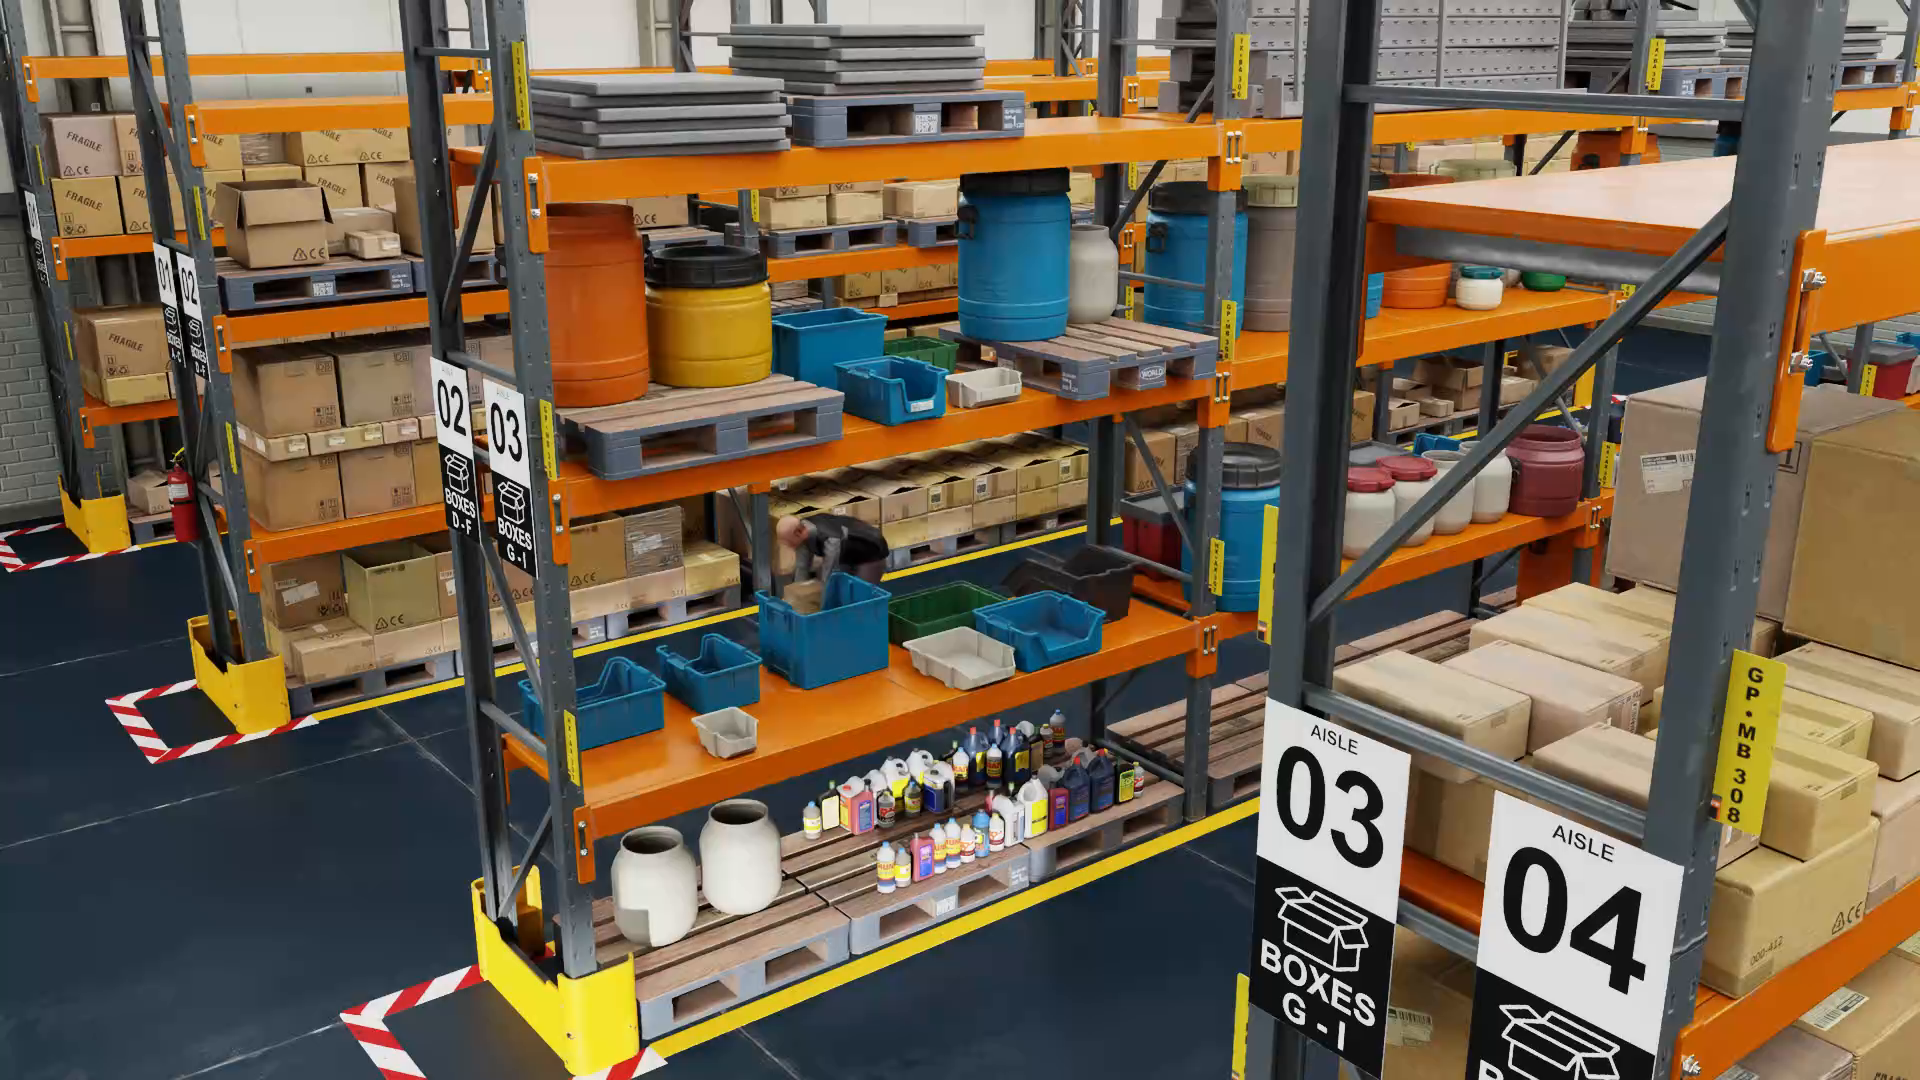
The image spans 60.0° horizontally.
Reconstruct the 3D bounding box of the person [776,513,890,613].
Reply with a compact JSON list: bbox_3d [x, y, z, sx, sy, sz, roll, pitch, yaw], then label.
[{"bbox_3d":[-0.942,0.367,12.176,0.909,1.276,0.470,-14,23,-38],"label":"person"}]
